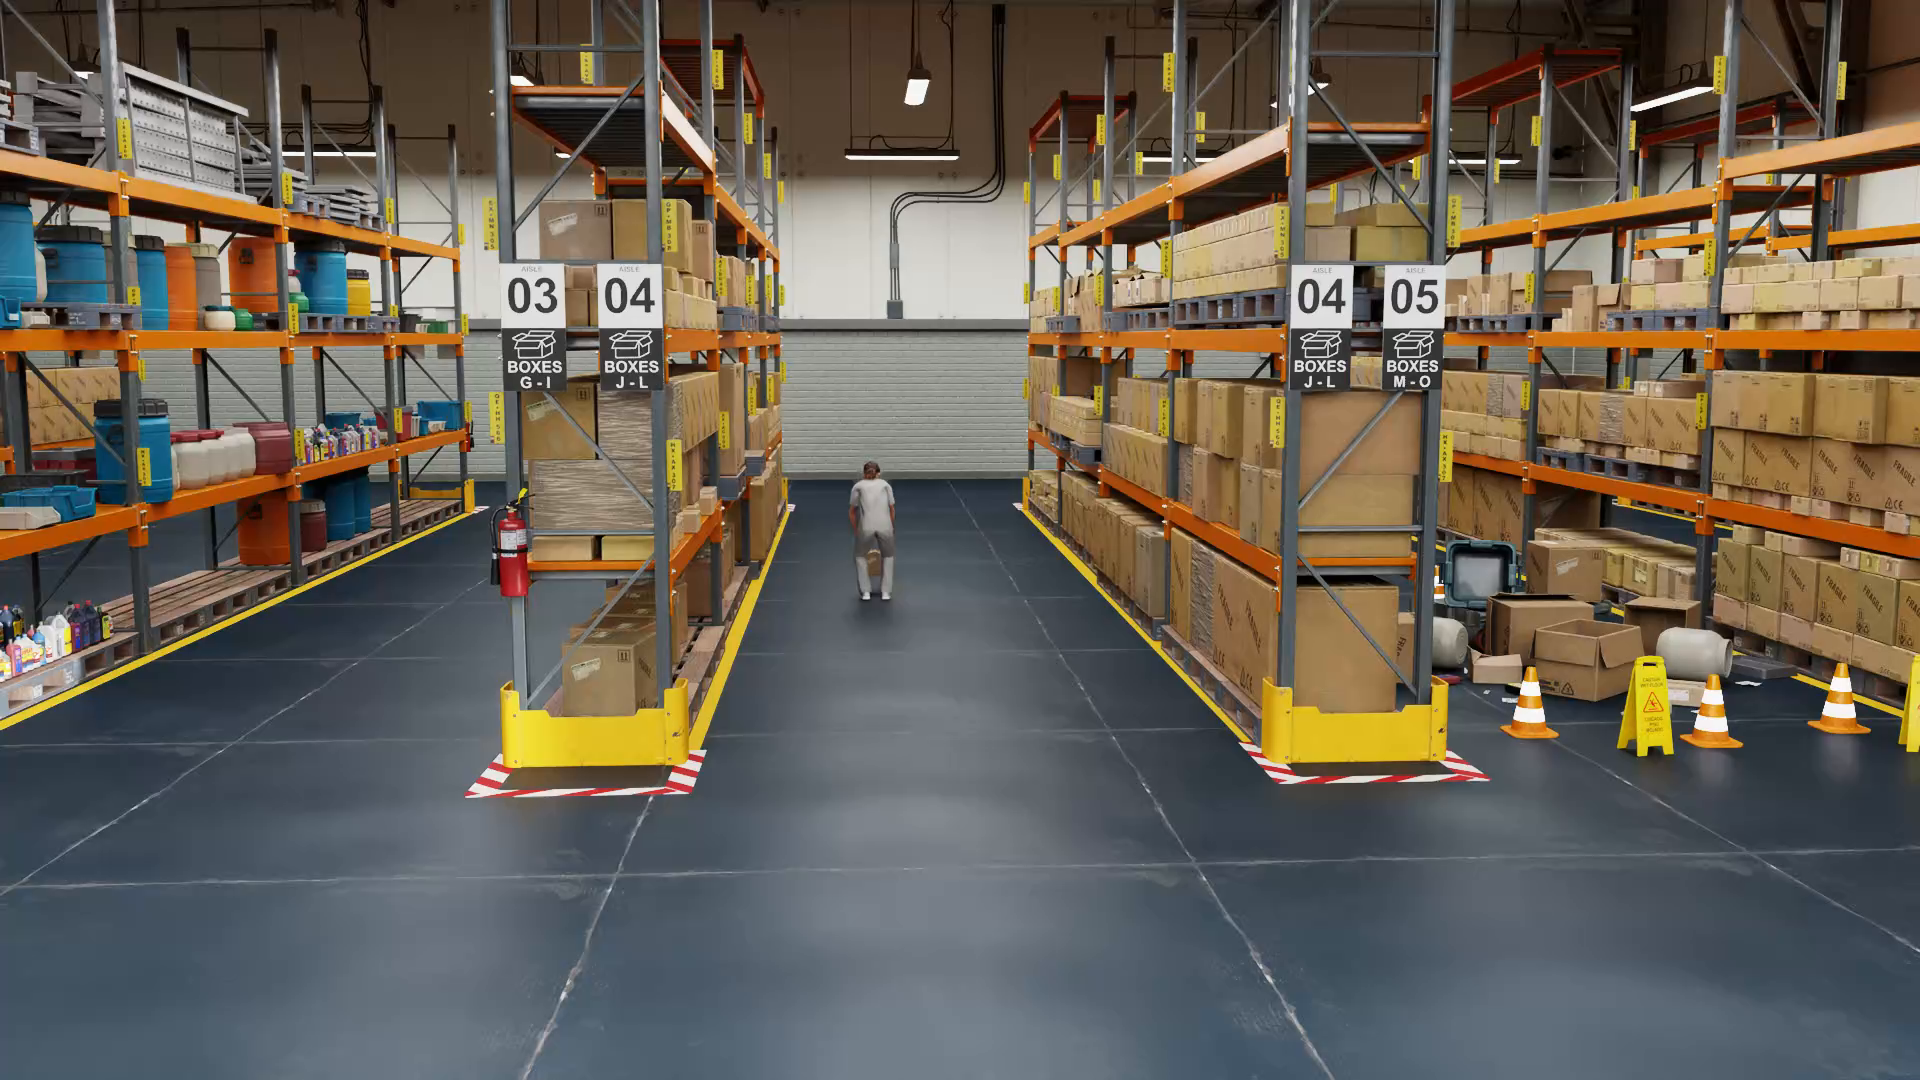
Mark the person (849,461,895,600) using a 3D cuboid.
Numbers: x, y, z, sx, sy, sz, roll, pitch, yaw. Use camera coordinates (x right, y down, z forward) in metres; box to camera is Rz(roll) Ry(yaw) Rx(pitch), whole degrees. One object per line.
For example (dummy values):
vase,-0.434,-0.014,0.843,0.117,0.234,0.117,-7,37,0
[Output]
person,-0.929,-0.098,17.549,0.489,1.444,0.595,0,7,-3
